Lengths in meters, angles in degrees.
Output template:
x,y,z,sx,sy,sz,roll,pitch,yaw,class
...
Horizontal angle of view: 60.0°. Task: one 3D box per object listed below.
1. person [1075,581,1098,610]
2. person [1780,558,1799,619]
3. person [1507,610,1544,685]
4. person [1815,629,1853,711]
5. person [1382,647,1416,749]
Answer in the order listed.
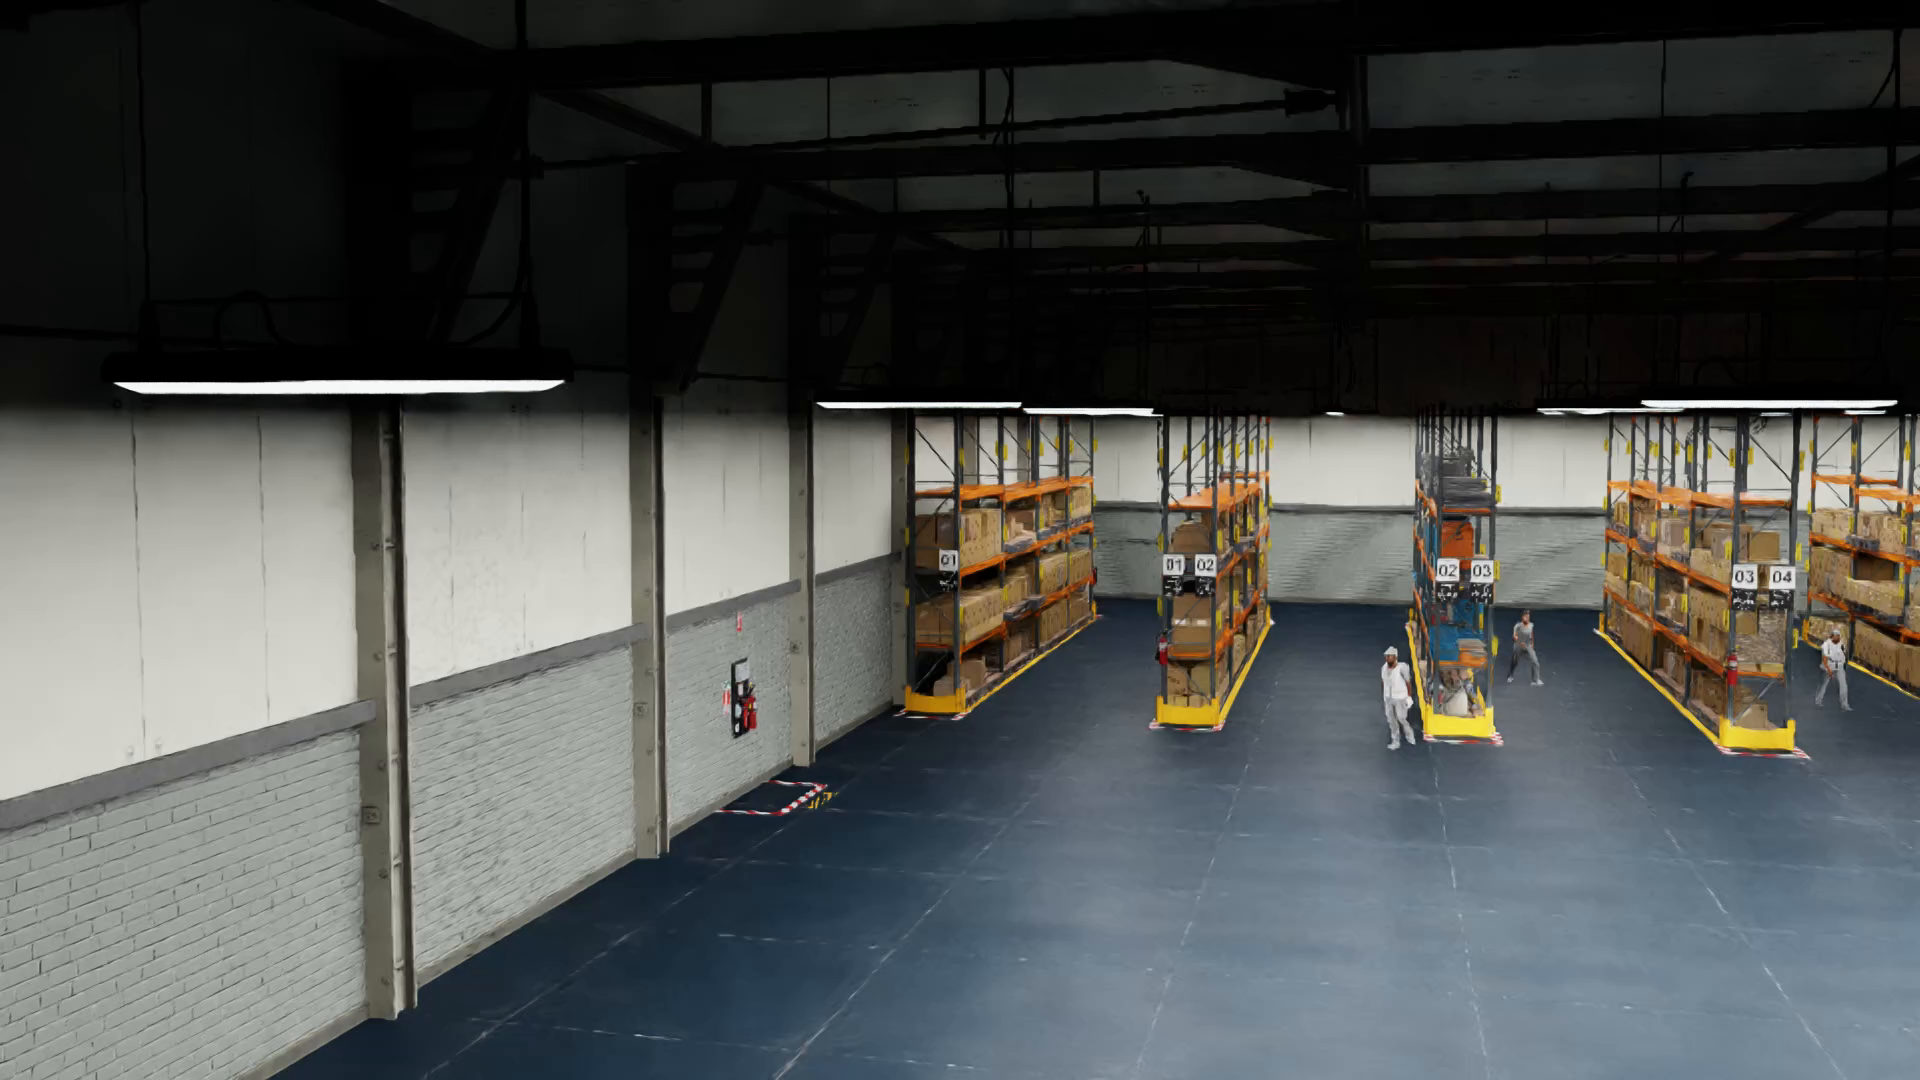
x,y,z,sx,sy,sz,roll,pitch,yaw,class
3.673,1.228,49.332,0.711,1.784,0.533,-3,5,-38,person
23.545,1.389,47.300,0.459,1.760,0.706,-1,4,-18,person
12.161,2.304,35.857,0.609,1.598,0.814,0,4,-2,person
17.172,2.530,32.707,0.490,1.597,0.999,0,4,6,person
7.614,2.736,28.901,0.571,1.777,0.602,-3,5,-40,person
